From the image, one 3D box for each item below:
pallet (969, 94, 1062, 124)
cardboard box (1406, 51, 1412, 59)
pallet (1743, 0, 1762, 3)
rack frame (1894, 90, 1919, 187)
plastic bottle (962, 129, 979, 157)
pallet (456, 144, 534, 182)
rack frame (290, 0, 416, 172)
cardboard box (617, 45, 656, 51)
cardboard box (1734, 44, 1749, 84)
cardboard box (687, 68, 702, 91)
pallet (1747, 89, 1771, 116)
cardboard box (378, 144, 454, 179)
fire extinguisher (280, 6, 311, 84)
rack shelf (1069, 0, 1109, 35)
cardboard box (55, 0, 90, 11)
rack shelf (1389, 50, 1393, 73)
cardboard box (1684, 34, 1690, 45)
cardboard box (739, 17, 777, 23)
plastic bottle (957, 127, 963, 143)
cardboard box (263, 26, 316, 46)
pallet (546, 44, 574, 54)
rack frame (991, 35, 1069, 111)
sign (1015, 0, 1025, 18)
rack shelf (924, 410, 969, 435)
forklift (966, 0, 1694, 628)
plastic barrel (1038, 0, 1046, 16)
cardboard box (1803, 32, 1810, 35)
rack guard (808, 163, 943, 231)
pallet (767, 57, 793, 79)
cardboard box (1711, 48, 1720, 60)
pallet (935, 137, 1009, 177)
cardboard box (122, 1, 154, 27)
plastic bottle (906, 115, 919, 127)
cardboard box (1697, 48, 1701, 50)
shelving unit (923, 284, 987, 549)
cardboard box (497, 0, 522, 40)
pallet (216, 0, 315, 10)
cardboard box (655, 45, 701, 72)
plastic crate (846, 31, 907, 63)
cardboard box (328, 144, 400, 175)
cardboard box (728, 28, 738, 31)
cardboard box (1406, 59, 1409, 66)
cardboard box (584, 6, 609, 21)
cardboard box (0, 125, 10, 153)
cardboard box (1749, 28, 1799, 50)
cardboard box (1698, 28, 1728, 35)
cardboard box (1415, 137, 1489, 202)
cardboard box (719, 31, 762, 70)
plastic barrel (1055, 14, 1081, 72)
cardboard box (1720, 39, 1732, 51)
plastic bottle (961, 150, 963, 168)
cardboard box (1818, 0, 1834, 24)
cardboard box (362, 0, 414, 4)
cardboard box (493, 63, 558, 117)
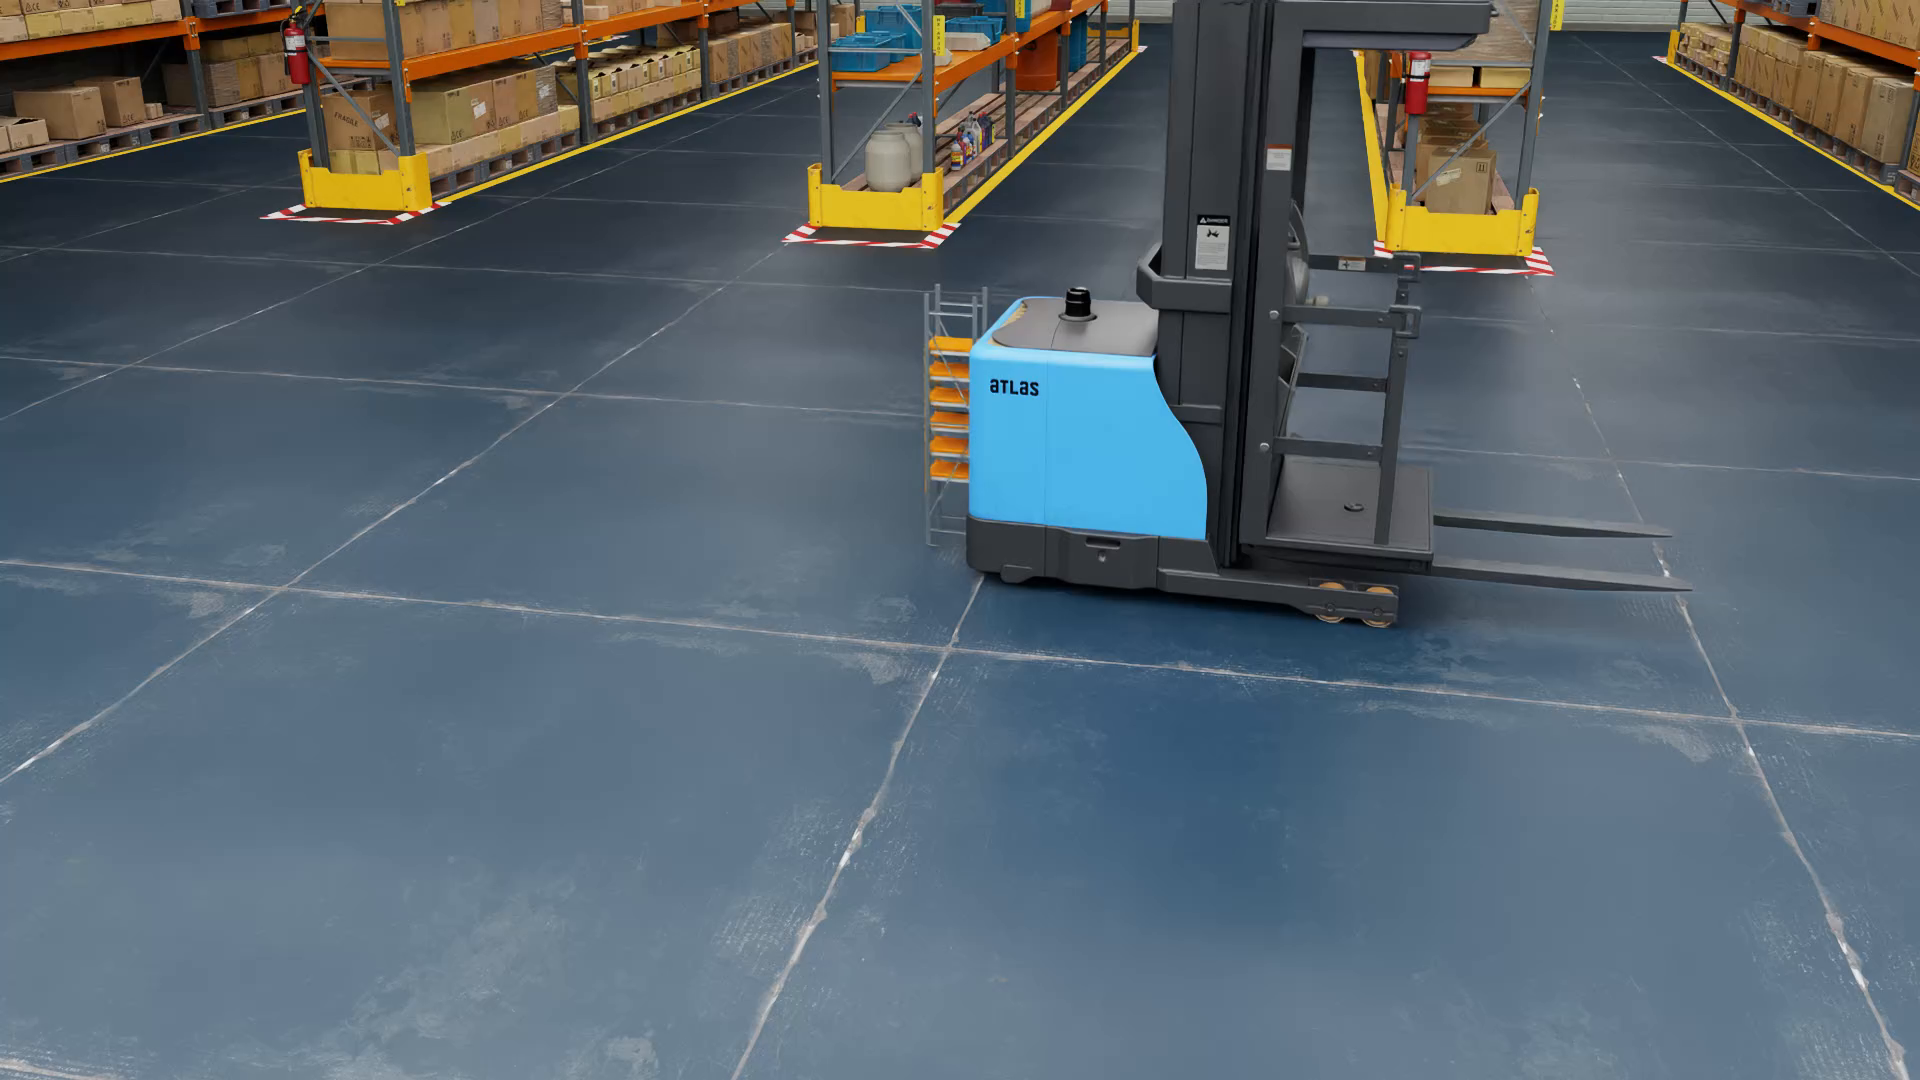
[{"bbox_3d":[0.721,-5.523,21.284,1.003,0.211,1.213,4,22,11],"label":"pallet"},{"bbox_3d":[4.257,-4.369,14.154,0.875,0.500,0.500,4,22,11],"label":"cardboard box"},{"bbox_3d":[11.118,-7.410,22.493,1.003,0.211,1.213,4,22,11],"label":"pallet"},{"bbox_3d":[9.784,-4.841,15.859,1.000,3.000,0.127,4,22,11],"label":"rack frame"},{"bbox_3d":[0.109,-4.070,17.000,0.152,0.276,0.135,5,22,12],"label":"plastic bottle"},{"bbox_3d":[-5.198,-3.984,17.464,1.003,0.211,1.213,4,22,11],"label":"pallet"},{"bbox_3d":[-5.564,-4.550,15.136,1.000,3.000,0.127,4,22,11],"label":"rack frame"},{"bbox_3d":[-4.326,-6.486,22.311,0.500,0.311,0.500,5,23,13],"label":"cardboard box"},{"bbox_3d":[11.006,-6.552,22.892,0.500,0.500,0.500,5,23,13],"label":"cardboard box"},{"bbox_3d":[-3.800,-6.184,22.312,0.500,0.250,0.500,5,22,12],"label":"cardboard box"},{"bbox_3d":[11.013,-5.741,21.826,1.003,0.211,1.213,4,22,11],"label":"pallet"},{"bbox_3d":[-5.237,-3.649,16.016,0.500,0.250,0.500,4,22,11],"label":"cardboard box"},{"bbox_3d":[-6.043,-4.506,15.131,0.296,0.674,0.183,4,22,11],"label":"fire extinguisher"},{"bbox_3d":[1.325,-7.495,23.410,1.077,0.370,4.000,4,22,11],"label":"rack shelf"},{"bbox_3d":[-9.707,-5.924,17.717,0.500,0.500,0.500,5,23,13],"label":"cardboard box"},{"bbox_3d":[5.358,-5.654,18.840,1.077,0.370,4.000,4,22,11],"label":"rack shelf"},{"bbox_3d":[11.764,-7.972,26.490,0.380,0.149,0.250,4,22,11],"label":"cardboard box"},{"bbox_3d":[-3.277,-8.213,26.989,0.500,0.500,0.500,4,22,11],"label":"cardboard box"},{"bbox_3d":[0.005,-4.081,17.018,0.061,0.283,0.133,4,22,11],"label":"plastic bottle"},{"bbox_3d":[-9.055,-6.773,22.410,0.500,0.250,0.500,5,22,12],"label":"cardboard box"},{"bbox_3d":[-7.487,-8.741,29.275,1.003,0.211,1.213,4,22,11],"label":"pallet"},{"bbox_3d":[0.917,-7.097,21.460,1.000,3.000,0.127,4,22,11],"label":"rack frame"},{"bbox_3d":[0.637,-5.716,17.661,0.100,0.325,0.005,4,22,11],"label":"sign"},{"bbox_3d":[-0.018,-0.512,7.639,0.258,0.103,0.180,6,23,13],"label":"rack shelf"},{"bbox_3d":[1.601,-1.214,6.945,3.031,2.935,1.130,5,23,13],"label":"forklift"},{"bbox_3d":[0.830,-6.602,20.082,0.421,0.512,0.421,0,22,0],"label":"plastic barrel"},{"bbox_3d":[11.300,-6.477,21.701,0.500,0.250,0.500,3,22,9],"label":"cardboard box"},{"bbox_3d":[-0.746,-3.043,14.740,1.175,0.500,0.348,4,22,11],"label":"rack guard"},{"bbox_3d":[-3.244,-7.345,25.808,1.003,0.211,1.213,4,22,11],"label":"pallet"},{"bbox_3d":[11.250,-7.116,24.363,0.380,0.149,0.250,4,22,9],"label":"cardboard box"},{"bbox_3d":[-0.077,-4.098,17.746,1.003,0.211,1.213,4,22,11],"label":"pallet"},{"bbox_3d":[-9.508,-5.951,18.788,0.500,0.250,0.500,5,22,11],"label":"cardboard box"},{"bbox_3d":[-0.509,-4.277,17.414,0.144,0.351,0.185,4,22,9],"label":"plastic bottle"},{"bbox_3d":[11.677,-7.556,25.854,0.380,0.149,0.250,5,22,11],"label":"cardboard box"},{"bbox_3d":[-0.018,-0.554,7.622,0.258,1.200,0.189,6,23,13],"label":"shelving unit"},{"bbox_3d":[-5.040,-5.520,17.410,0.700,0.500,0.500,5,22,12],"label":"cardboard box"},{"bbox_3d":[-9.146,-7.036,21.565,1.003,0.211,1.213,4,22,11],"label":"pallet"},{"bbox_3d":[-3.797,-6.445,22.209,0.500,0.311,0.500,5,22,12],"label":"cardboard box"},{"bbox_3d":[-0.768,-4.545,15.323,0.499,0.251,0.408,4,22,11],"label":"plastic crate"},{"bbox_3d":[-5.744,-3.688,16.114,0.500,0.250,0.500,4,22,11],"label":"cardboard box"},{"bbox_3d":[-3.660,-7.447,25.086,0.500,0.500,0.500,5,22,12],"label":"cardboard box"},{"bbox_3d":[4.193,-4.353,14.984,0.380,0.149,0.250,4,22,11],"label":"cardboard box"},{"bbox_3d":[-4.367,-6.205,19.581,0.380,0.149,0.250,4,22,11],"label":"cardboard box"},{"bbox_3d":[-10.185,-4.129,17.102,0.500,0.311,0.500,2,22,5],"label":"cardboard box"},{"bbox_3d":[10.901,-6.705,22.267,0.500,0.250,0.500,5,22,12],"label":"cardboard box"},{"bbox_3d":[11.643,-7.822,25.719,0.380,0.149,0.250,5,23,13],"label":"cardboard box"},{"bbox_3d":[4.365,-3.277,14.759,0.500,0.500,0.500,11,24,25],"label":"cardboard box"},{"bbox_3d":[-3.249,-7.231,24.551,0.500,0.500,0.500,4,22,9],"label":"cardboard box"},{"bbox_3d":[1.461,-7.325,24.272,0.600,0.901,0.708,4,22,11],"label":"plastic barrel"},{"bbox_3d":[11.248,-7.162,24.079,0.380,0.149,0.250,5,22,12],"label":"cardboard box"},{"bbox_3d":[-0.019,-3.754,16.317,0.097,0.201,0.097,0,22,0],"label":"plastic bottle"},{"bbox_3d":[10.245,-6.207,19.116,0.500,0.500,0.500,5,22,12],"label":"cardboard box"},{"bbox_3d":[-5.273,-5.024,15.312,0.380,0.149,0.250,4,22,11],"label":"cardboard box"},{"bbox_3d":[-4.742,-4.912,18.149,0.500,0.500,0.500,4,22,11],"label":"cardboard box"}]
